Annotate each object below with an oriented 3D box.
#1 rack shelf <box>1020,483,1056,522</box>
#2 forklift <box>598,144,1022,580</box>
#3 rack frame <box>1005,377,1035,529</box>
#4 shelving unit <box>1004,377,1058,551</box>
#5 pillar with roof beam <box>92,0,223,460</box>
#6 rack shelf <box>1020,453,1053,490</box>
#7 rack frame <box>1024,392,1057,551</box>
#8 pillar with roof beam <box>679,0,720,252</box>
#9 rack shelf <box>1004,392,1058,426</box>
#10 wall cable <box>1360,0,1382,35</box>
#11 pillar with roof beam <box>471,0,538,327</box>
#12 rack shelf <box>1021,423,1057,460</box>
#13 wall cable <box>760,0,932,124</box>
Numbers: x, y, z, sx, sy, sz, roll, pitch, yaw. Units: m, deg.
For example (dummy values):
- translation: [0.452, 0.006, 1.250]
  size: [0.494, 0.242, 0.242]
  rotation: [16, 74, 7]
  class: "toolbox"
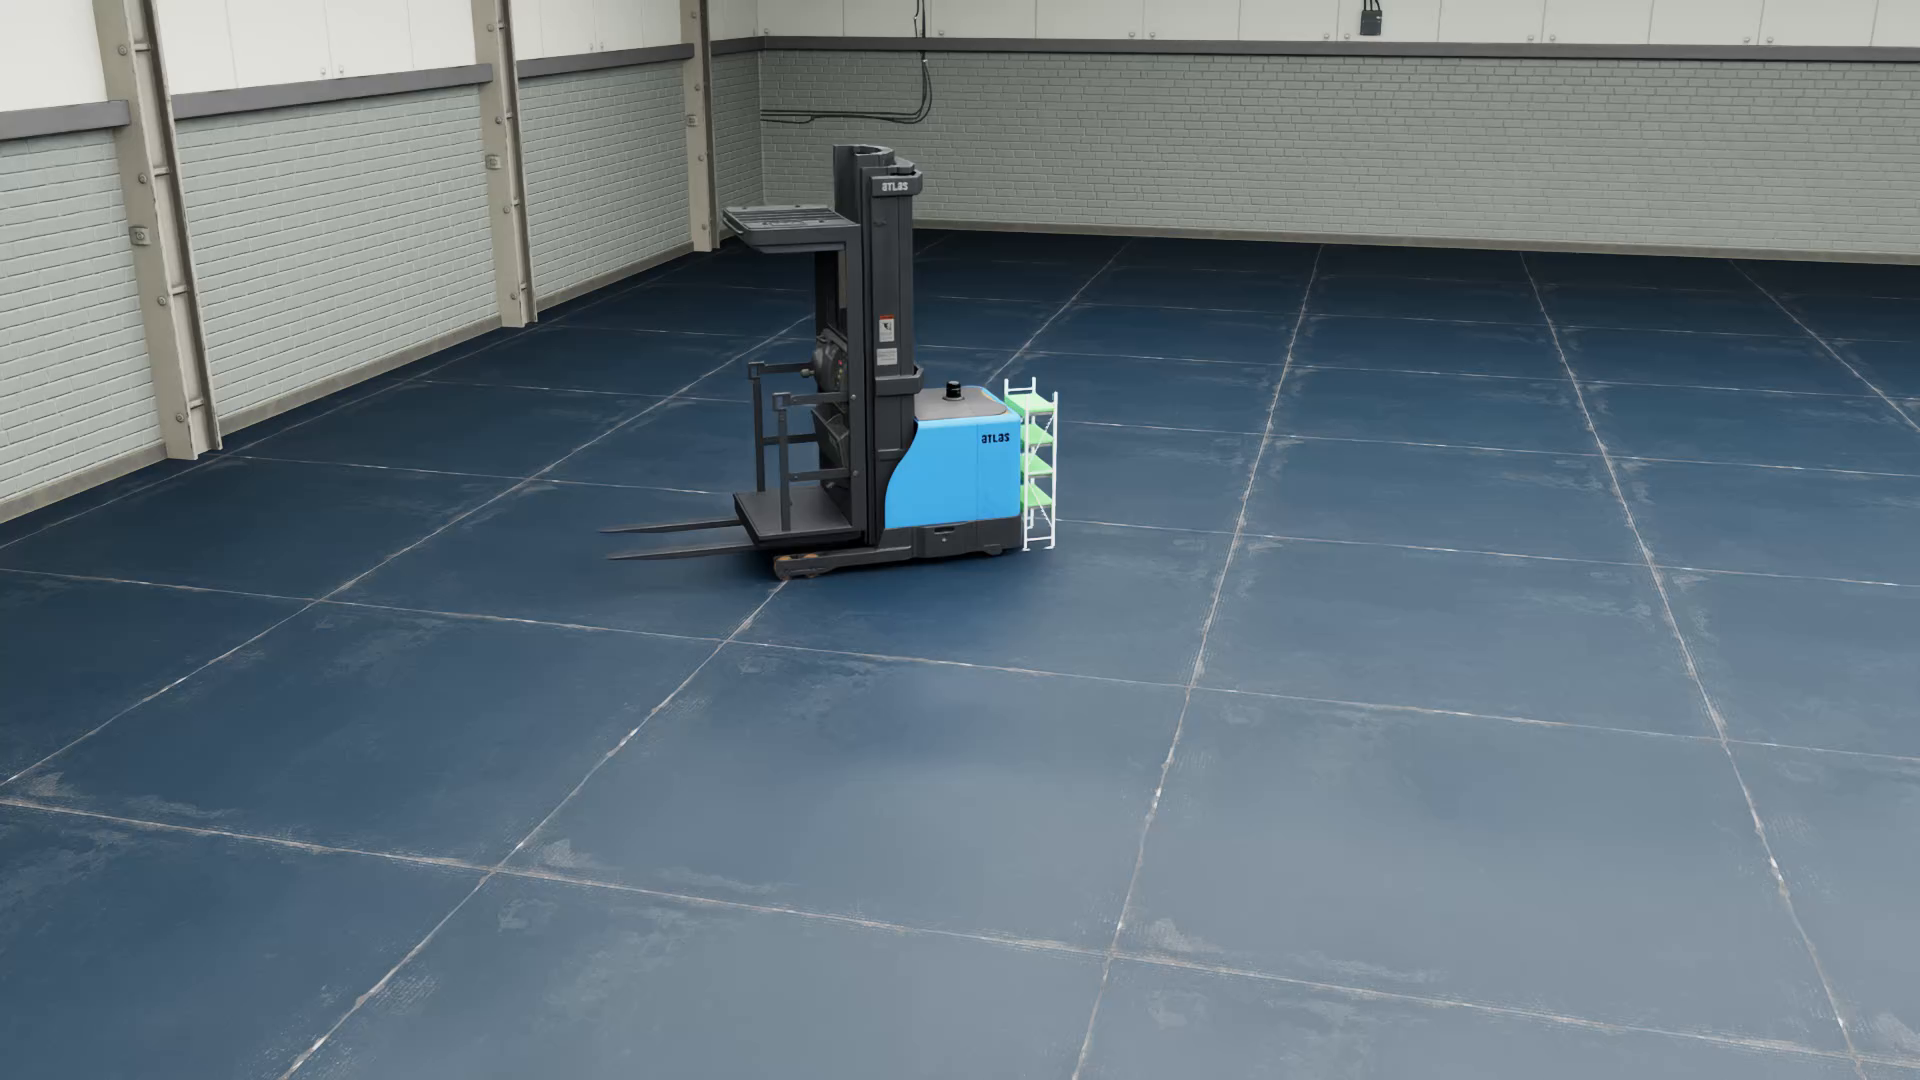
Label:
- translation: [0.523, -0.288, 12.613]
  size: [0.258, 0.148, 0.480]
  rotation: [-6, 20, -16]
  class: "rack shelf"
- translation: [-1.118, -1.292, 11.935]
  size: [3.031, 2.935, 1.130]
  rotation: [-6, 20, -16]
  class: "forklift"
- translation: [0.453, -0.651, 12.736]
  size: [0.240, 1.200, 0.015]
  rotation: [-6, 20, -16]
  class: "rack frame"
- translation: [0.523, -0.575, 12.515]
  size: [0.258, 1.200, 0.503]
  rotation: [-6, 20, -16]
  class: "shelving unit"
- translation: [-2.728, -4.703, 12.535]
  size: [9.100, 9.000, 0.400]
  rotation: [5, 19, 13]
  class: "pillar with roof beam"
- translation: [0.523, -0.515, 12.536]
  size: [0.258, 0.148, 0.480]
  rotation: [-6, 20, -16]
  class: "rack shelf"
- translation: [0.594, -0.500, 12.294]
  size: [0.240, 1.200, 0.015]
  rotation: [-6, 20, -16]
  class: "rack frame"
- translation: [0.204, -8.464, 23.547]
  size: [9.100, 9.000, 0.400]
  rotation: [5, 19, 13]
  class: "pillar with roof beam"
- translation: [0.524, -0.969, 12.381]
  size: [0.258, 0.148, 0.480]
  rotation: [-6, 20, -16]
  class: "rack shelf"
- translation: [7.233, -10.478, 24.181]
  size: [2.305, 6.003, 0.169]
  rotation: [5, 19, 13]
  class: "wall cable"
- translation: [-1.262, -6.584, 18.041]
  size: [9.100, 9.000, 0.400]
  rotation: [5, 19, 13]
  class: "pillar with roof beam"
- translation: [0.523, -0.742, 12.458]
  size: [0.258, 0.148, 0.480]
  rotation: [-6, 20, -16]
  class: "rack shelf"
- translation: [-1.969, -8.154, 27.442]
  size: [3.097, 2.526, 0.112]
  rotation: [5, 19, 13]
  class: "wall cable"
